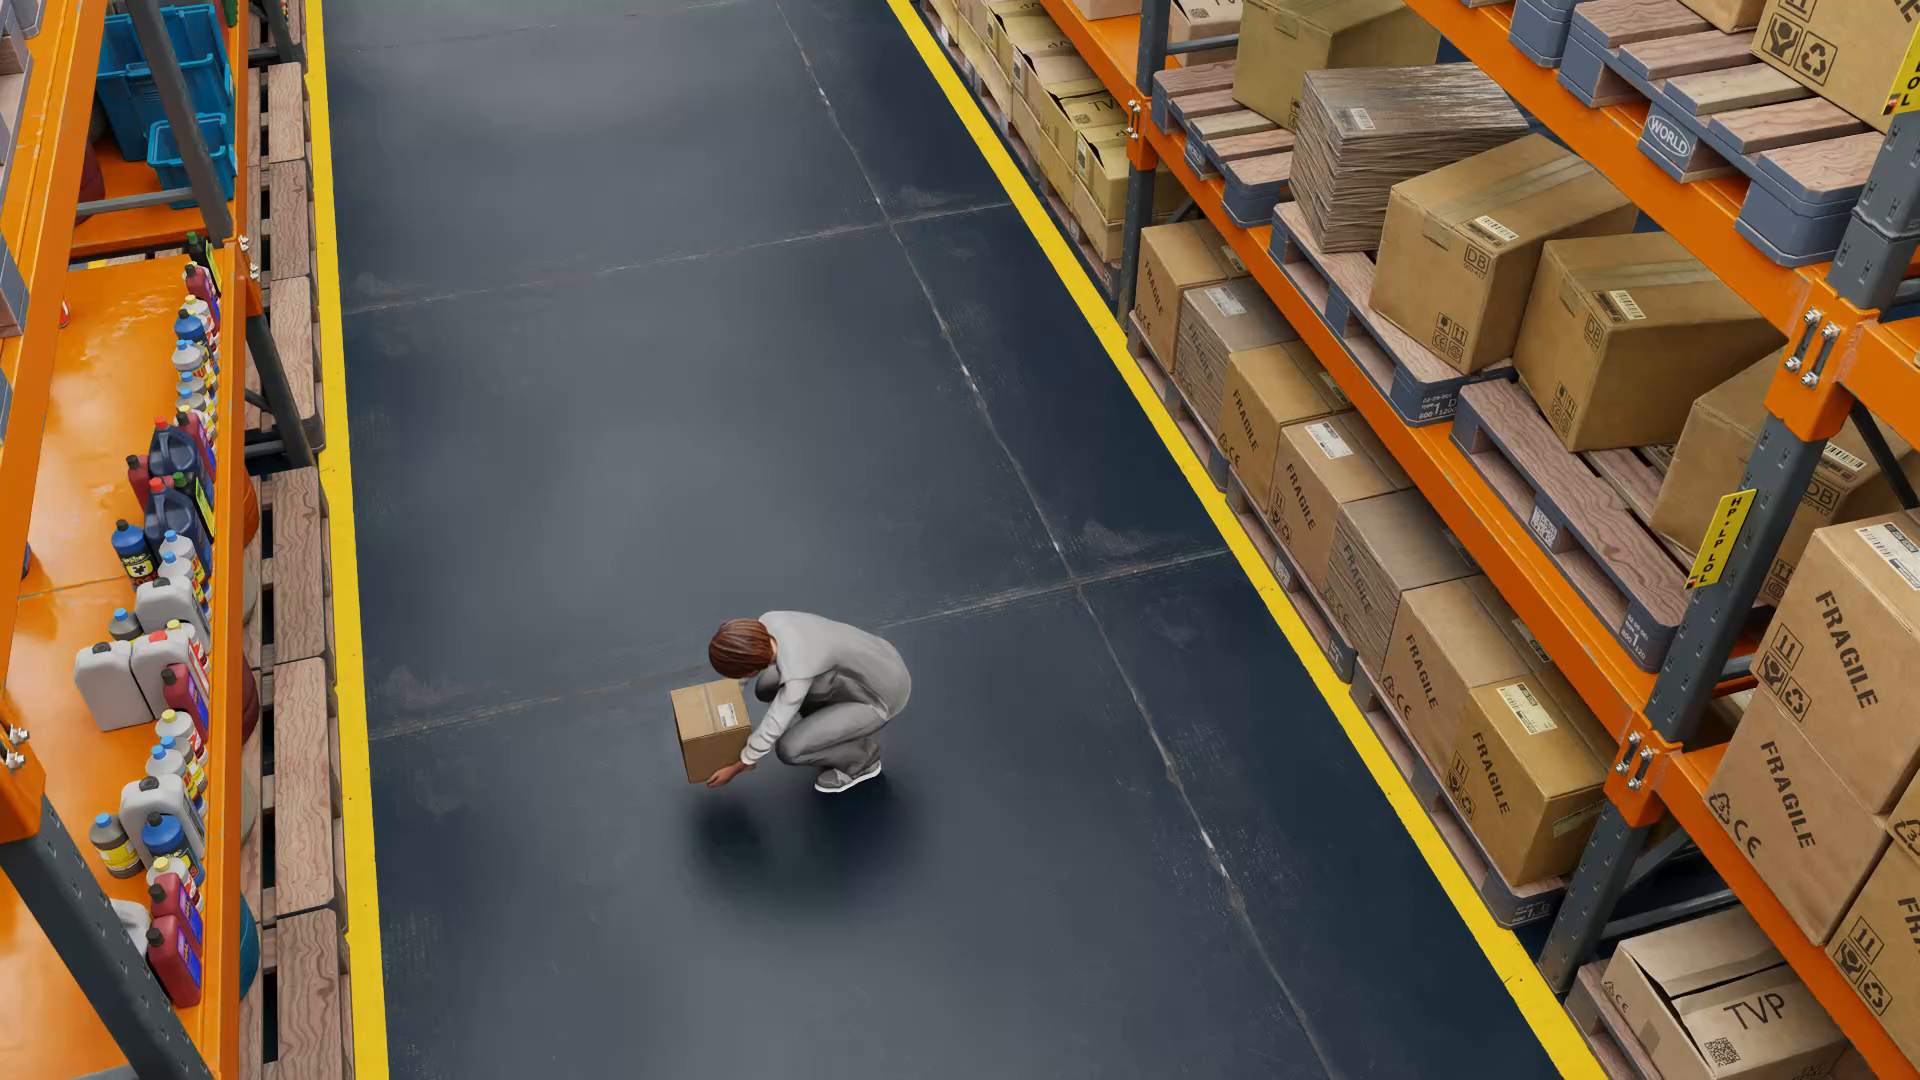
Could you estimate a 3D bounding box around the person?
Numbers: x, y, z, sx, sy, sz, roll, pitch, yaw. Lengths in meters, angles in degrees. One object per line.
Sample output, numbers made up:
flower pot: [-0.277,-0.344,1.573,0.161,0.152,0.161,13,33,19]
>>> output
person: [-0.577,0.551,6.100,0.814,0.889,0.452,-12,44,-13]
